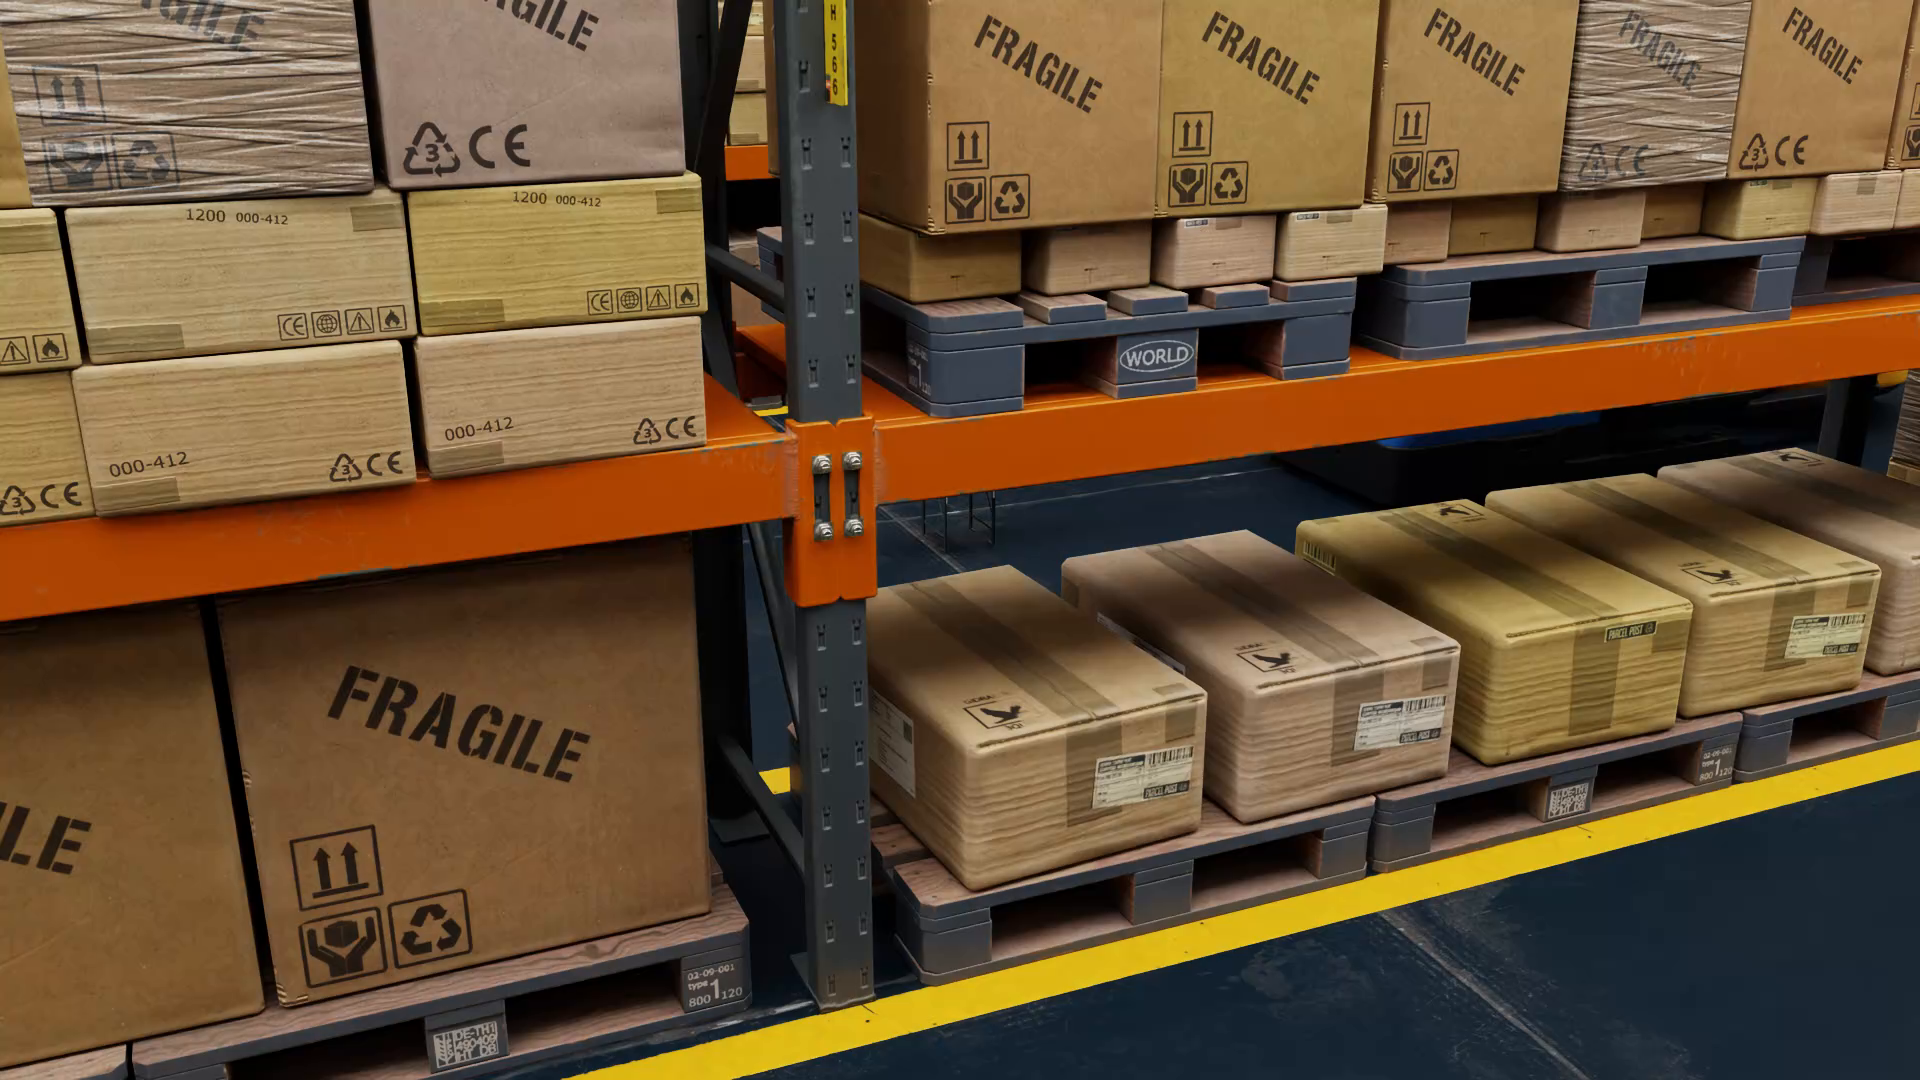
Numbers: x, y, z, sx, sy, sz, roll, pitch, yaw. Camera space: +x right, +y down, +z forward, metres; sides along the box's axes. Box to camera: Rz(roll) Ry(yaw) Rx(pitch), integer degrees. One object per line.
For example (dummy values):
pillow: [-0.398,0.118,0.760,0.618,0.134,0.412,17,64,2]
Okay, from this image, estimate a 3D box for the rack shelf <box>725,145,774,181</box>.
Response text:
rack shelf: [-0.574,-1.984,8.723,4.000,0.370,1.077,-8,21,-22]

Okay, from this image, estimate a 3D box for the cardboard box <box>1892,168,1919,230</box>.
cardboard box: [2.397,-0.927,4.384,0.250,0.149,0.380,-9,21,-23]

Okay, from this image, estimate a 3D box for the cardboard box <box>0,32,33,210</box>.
cardboard box: [-1.738,-0.785,2.578,0.500,0.500,0.500,-8,21,-22]

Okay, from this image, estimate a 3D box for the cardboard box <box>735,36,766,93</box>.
cardboard box: [-0.958,-2.338,8.119,0.500,0.250,0.500,-9,21,-23]

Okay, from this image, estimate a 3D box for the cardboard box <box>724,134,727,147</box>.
cardboard box: [-1.442,-2.038,8.019,0.500,0.250,0.500,-9,21,-23]

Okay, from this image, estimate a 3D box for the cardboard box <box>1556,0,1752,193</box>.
cardboard box: [1.487,-1.127,3.976,0.500,0.500,0.500,-9,21,-24]

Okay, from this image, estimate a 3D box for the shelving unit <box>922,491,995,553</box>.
shelving unit: [-0.007,-0.423,6.370,0.210,0.900,0.258,-8,21,-22]

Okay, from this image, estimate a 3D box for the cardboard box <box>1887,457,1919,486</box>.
cardboard box: [3.669,-0.134,5.894,0.500,0.250,0.500,-7,21,-19]

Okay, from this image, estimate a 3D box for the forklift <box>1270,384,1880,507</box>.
forklift: [2.889,-1.804,7.232,3.031,2.935,1.130,-9,21,-23]

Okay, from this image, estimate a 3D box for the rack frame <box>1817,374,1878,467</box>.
rack frame: [3.232,-1.073,5.054,0.127,3.000,1.000,-8,21,-22]

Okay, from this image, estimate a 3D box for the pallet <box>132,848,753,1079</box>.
pallet: [-1.194,0.849,3.793,1.213,0.211,1.003,-8,21,-22]

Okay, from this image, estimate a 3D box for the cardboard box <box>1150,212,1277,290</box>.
cardboard box: [0.474,-0.662,3.630,0.250,0.149,0.380,-10,22,-25]

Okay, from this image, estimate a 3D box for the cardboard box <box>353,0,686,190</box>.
cardboard box: [-0.812,-0.918,2.957,0.500,0.500,0.500,-9,21,-23]

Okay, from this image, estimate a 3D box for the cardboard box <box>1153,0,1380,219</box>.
cardboard box: [0.540,-0.992,3.592,0.500,0.500,0.500,-7,21,-19]

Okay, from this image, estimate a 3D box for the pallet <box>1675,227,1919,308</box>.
pallet: [2.473,-0.927,4.926,1.213,0.211,1.003,-8,21,-22]

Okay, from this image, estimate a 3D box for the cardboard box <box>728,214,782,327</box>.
cardboard box: [-1.235,-1.304,8.653,0.625,0.625,0.875,-7,21,-20]

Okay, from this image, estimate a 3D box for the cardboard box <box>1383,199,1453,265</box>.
cardboard box: [0.925,-0.747,3.873,0.250,0.149,0.380,-7,21,-19]

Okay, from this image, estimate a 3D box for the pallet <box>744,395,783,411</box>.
pallet: [-1.639,-0.841,8.594,1.213,0.211,1.003,-8,21,-22]

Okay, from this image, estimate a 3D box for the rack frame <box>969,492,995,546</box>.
rack frame: [0.086,-0.437,6.408,0.006,0.900,0.240,-8,21,-22]

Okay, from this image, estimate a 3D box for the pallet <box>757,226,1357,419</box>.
pallet: [0.172,-0.583,3.949,1.003,0.211,1.213,-8,21,-22]

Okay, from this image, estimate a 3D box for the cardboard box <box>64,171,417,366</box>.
cardboard box: [-1.254,-0.502,2.905,0.500,0.250,0.500,-9,21,-23]

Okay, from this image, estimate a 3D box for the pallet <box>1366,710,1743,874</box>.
pallet: [1.396,0.507,4.765,1.213,0.211,1.003,-8,21,-22]

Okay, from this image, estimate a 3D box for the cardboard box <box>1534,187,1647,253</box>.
cardboard box: [1.435,-0.810,4.053,0.250,0.149,0.380,-7,21,-20]

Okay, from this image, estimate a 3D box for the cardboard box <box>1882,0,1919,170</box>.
cardboard box: [2.444,-1.262,4.360,0.500,0.500,0.500,-8,21,-22]

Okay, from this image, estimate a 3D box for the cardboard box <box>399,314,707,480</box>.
cardboard box: [-0.802,-0.331,3.170,0.500,0.250,0.500,-9,21,-24]

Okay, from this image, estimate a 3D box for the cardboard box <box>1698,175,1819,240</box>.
cardboard box: [1.927,-0.871,4.226,0.250,0.149,0.380,-8,21,-22]

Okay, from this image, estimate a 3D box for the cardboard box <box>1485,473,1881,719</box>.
cardboard box: [2.093,0.134,4.951,0.625,0.372,0.950,-7,21,-19]

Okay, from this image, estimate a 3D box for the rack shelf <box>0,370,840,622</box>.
rack shelf: [-2.277,0.055,2.931,4.000,0.370,1.077,-8,21,-22]

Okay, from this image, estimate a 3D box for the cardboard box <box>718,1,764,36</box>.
cardboard box: [-1.077,-2.523,8.044,0.250,0.149,0.380,-8,21,-21]

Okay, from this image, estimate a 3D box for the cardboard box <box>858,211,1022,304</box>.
cardboard box: [-0.069,-0.613,3.491,0.250,0.149,0.380,-9,22,-25]

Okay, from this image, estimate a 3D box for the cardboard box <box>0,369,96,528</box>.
cardboard box: [-1.734,-0.197,2.792,0.500,0.250,0.500,-8,21,-22]

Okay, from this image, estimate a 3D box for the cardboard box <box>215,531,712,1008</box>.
cardboard box: [-1.108,0.323,3.656,0.875,0.875,0.875,-8,21,-22]

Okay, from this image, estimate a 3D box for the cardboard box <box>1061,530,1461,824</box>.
cardboard box: [0.757,0.324,4.411,0.625,0.372,0.950,-9,21,-23]

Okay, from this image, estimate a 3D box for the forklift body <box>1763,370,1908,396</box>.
forklift body: [3.917,-1.906,8.698,1.214,2.155,2.313,-8,21,-22]
